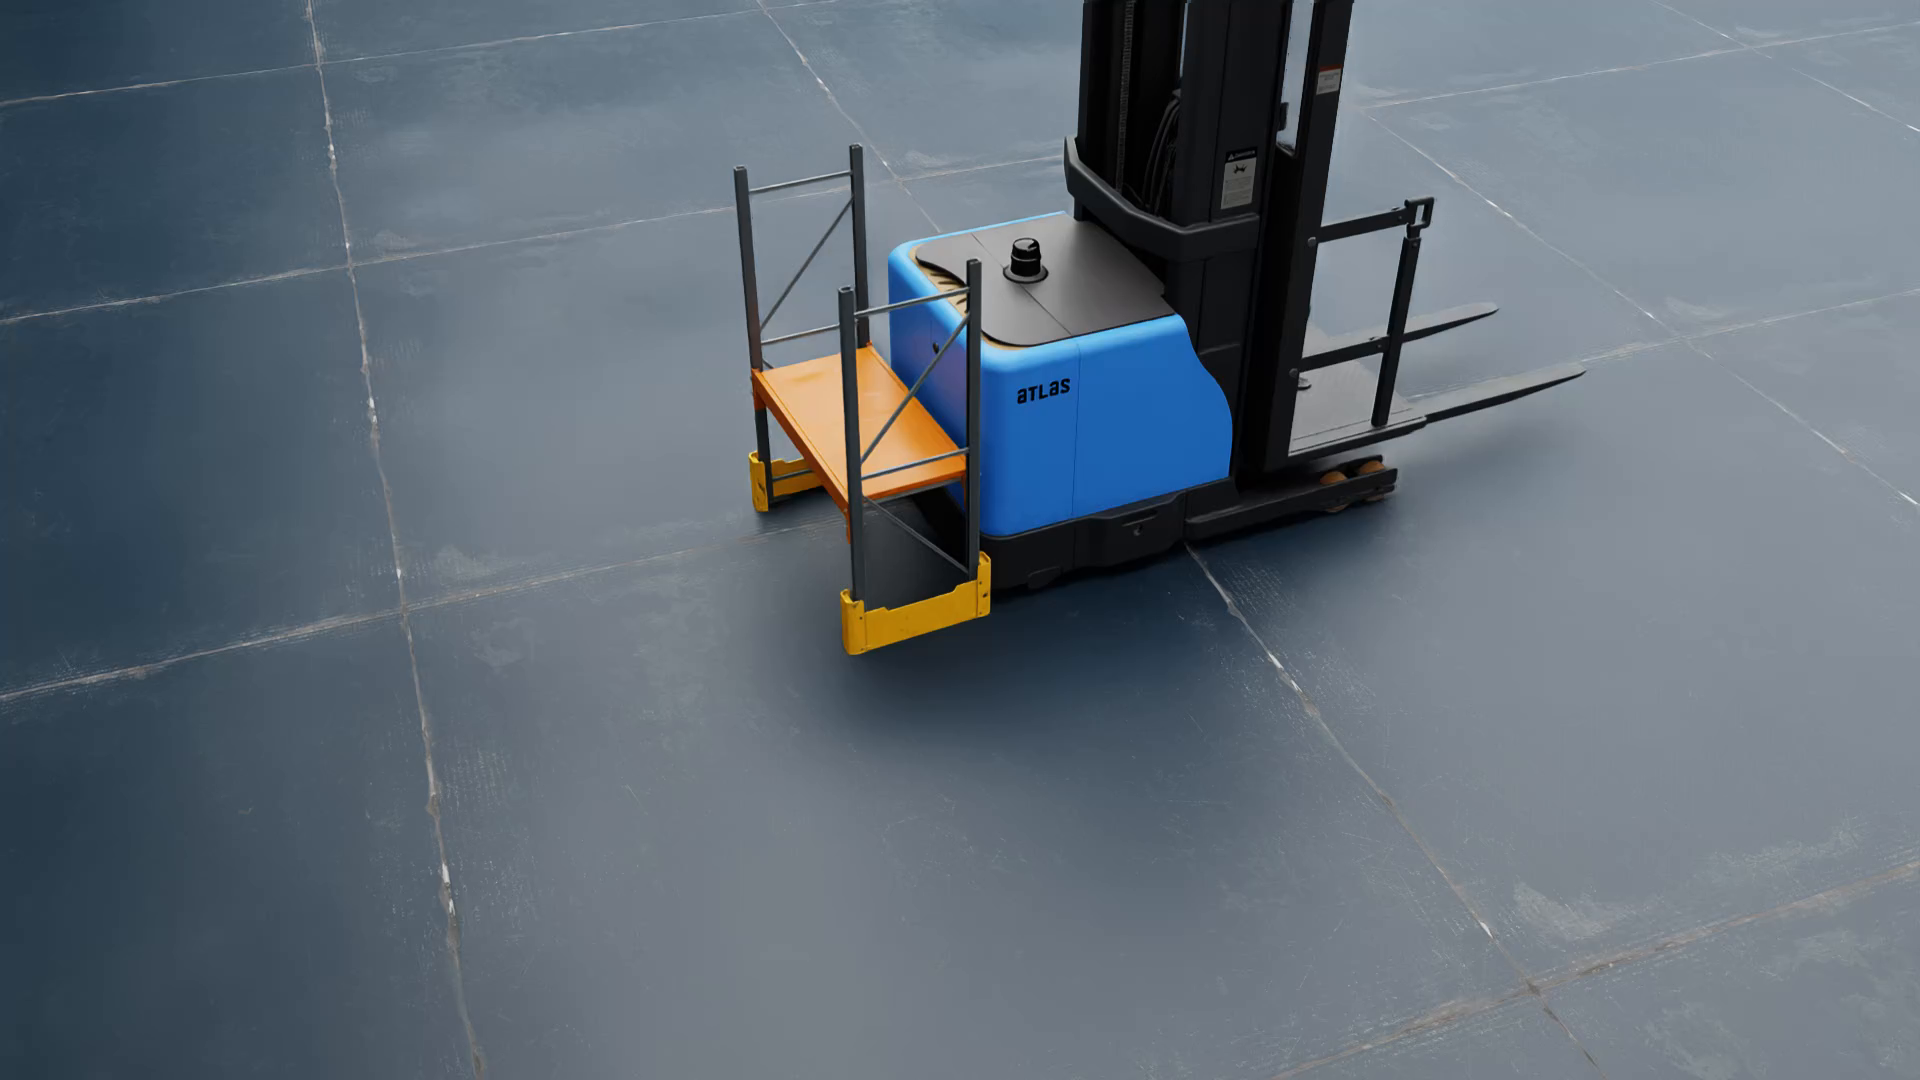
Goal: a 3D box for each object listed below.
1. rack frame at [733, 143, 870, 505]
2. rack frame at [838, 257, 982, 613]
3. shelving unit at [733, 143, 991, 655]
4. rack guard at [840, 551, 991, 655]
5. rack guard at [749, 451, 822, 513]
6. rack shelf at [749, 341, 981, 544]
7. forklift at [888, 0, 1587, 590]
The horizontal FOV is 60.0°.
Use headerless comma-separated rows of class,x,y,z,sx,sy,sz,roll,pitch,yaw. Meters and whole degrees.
rack frame,-0.596,-0.816,6.587,0.500,1.500,0.032,-16,40,-20
rack frame,-0.160,-0.263,5.853,0.500,1.500,0.032,-16,40,-20
shelving unit,-0.374,-0.535,6.213,0.587,1.500,1.083,-16,40,-20
rack guard,-0.161,0.235,6.230,0.587,0.250,0.087,-16,40,-20
rack guard,-0.587,-0.306,6.949,0.587,0.250,0.087,-16,40,-20
rack shelf,-0.378,-0.396,6.328,0.538,0.185,1.000,-16,40,-20
forklift,1.266,-1.562,6.387,3.031,2.935,1.130,-15,39,-19
